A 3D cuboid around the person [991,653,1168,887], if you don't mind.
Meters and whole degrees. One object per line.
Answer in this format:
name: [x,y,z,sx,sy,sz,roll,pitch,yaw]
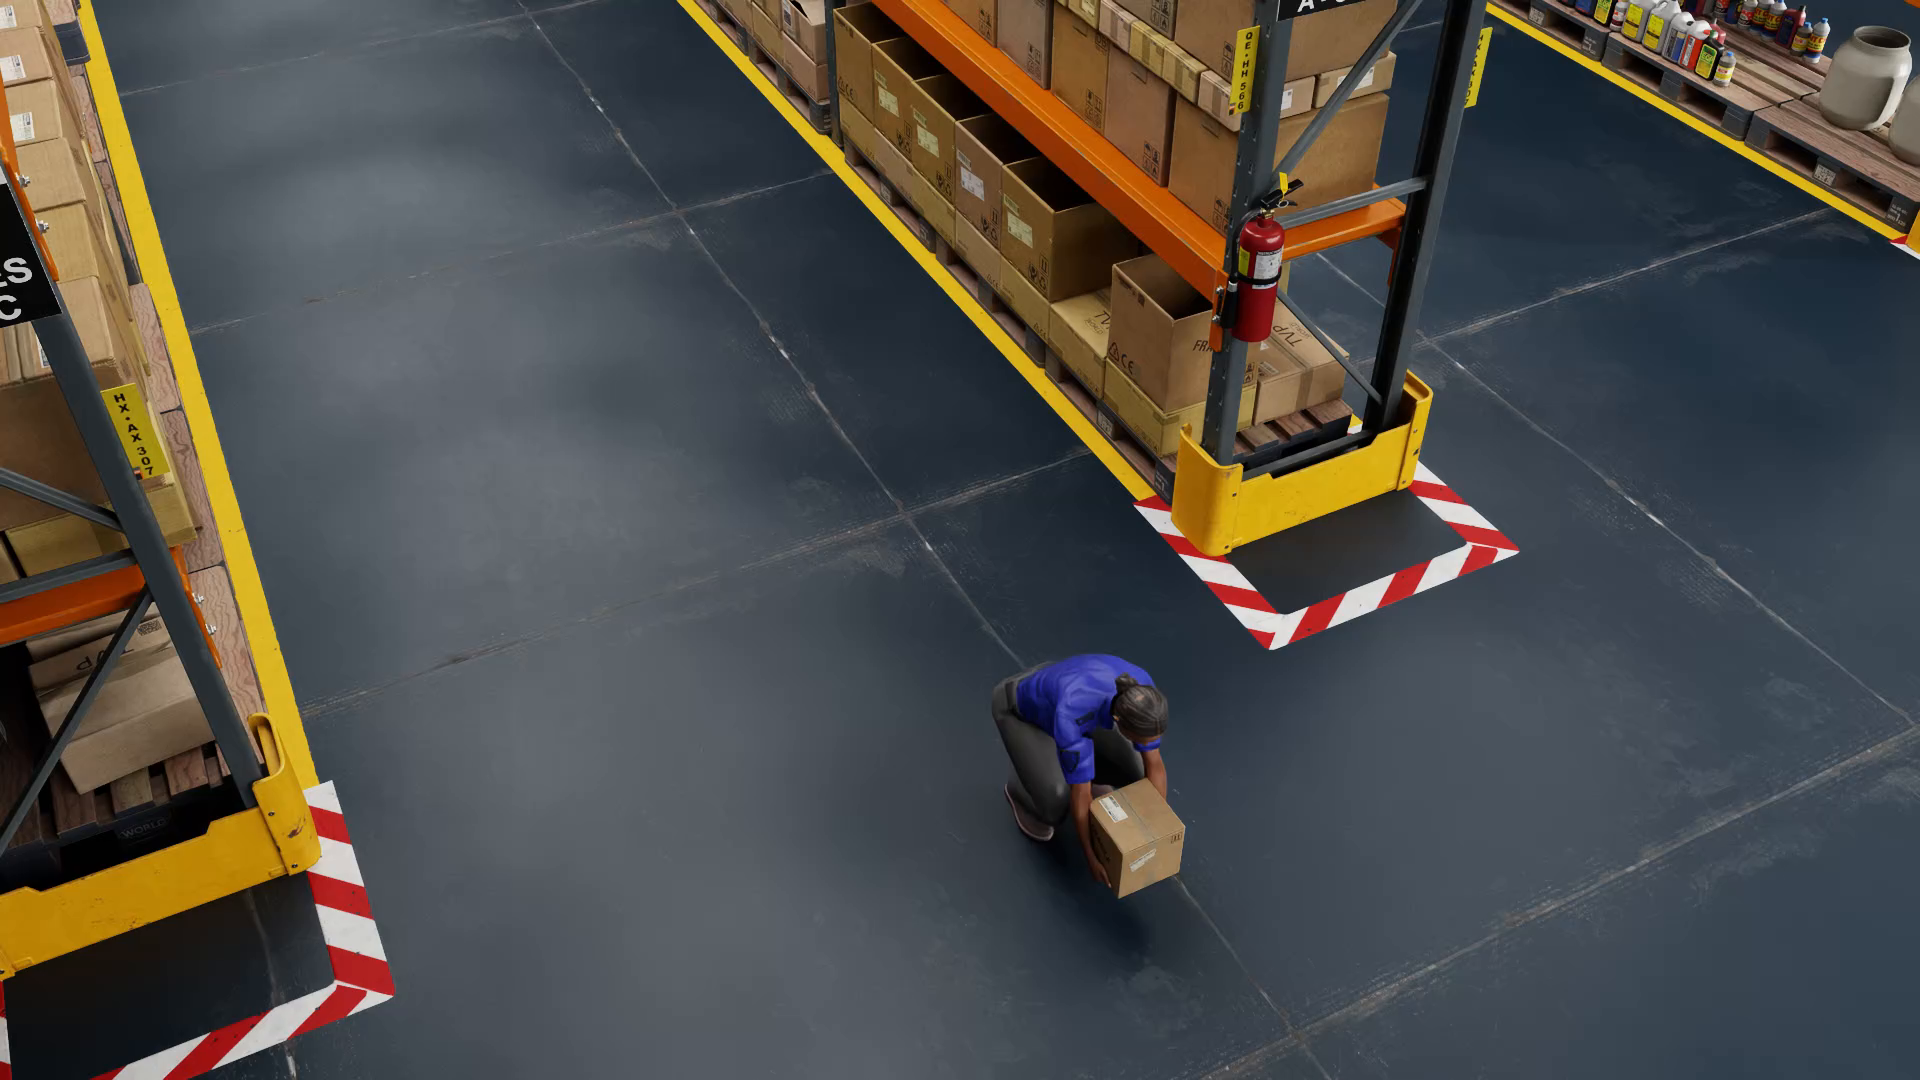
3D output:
person: [0.448,0.731,5.884,0.460,0.948,0.841,-20,45,-21]
